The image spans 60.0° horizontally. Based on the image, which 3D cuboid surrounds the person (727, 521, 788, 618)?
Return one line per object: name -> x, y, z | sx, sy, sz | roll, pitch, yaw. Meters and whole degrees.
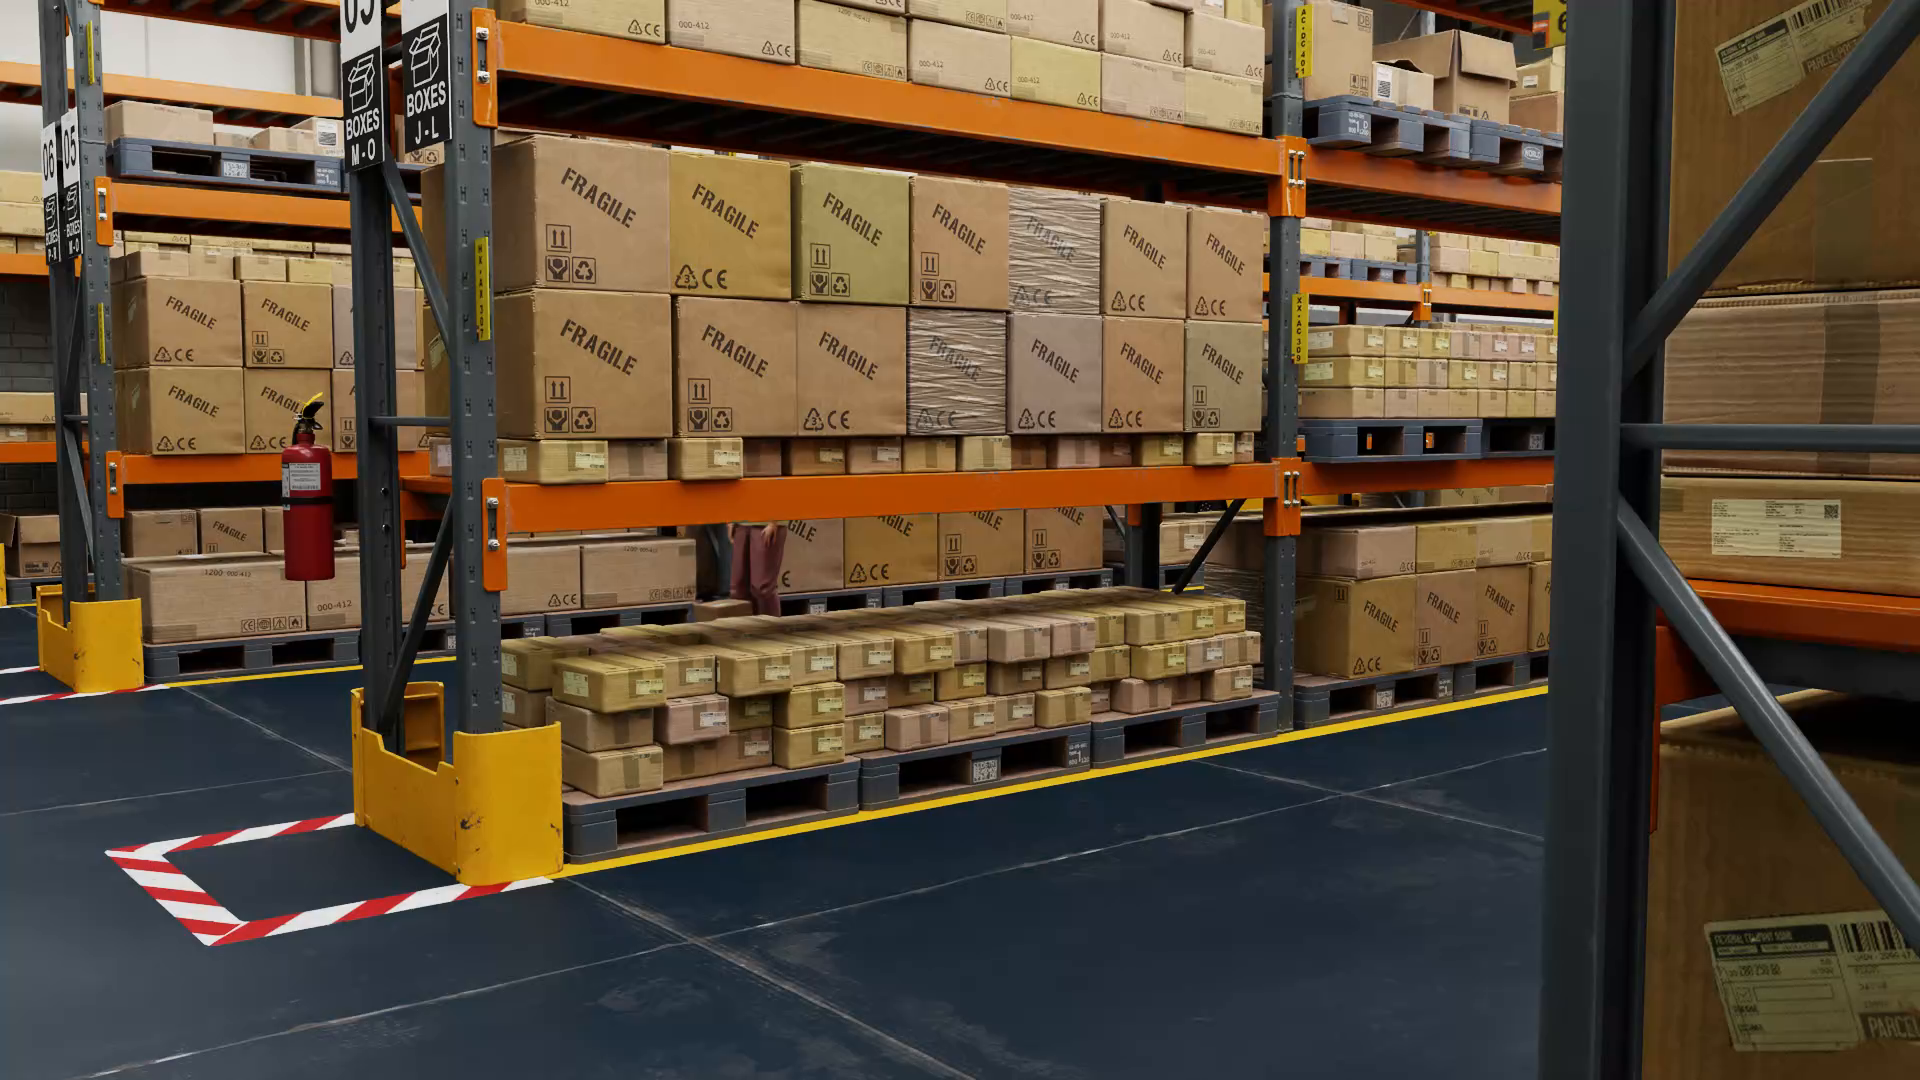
person -> -1.228, -0.064, 10.037 | 0.362, 1.674, 0.488 | -4, 6, -41
